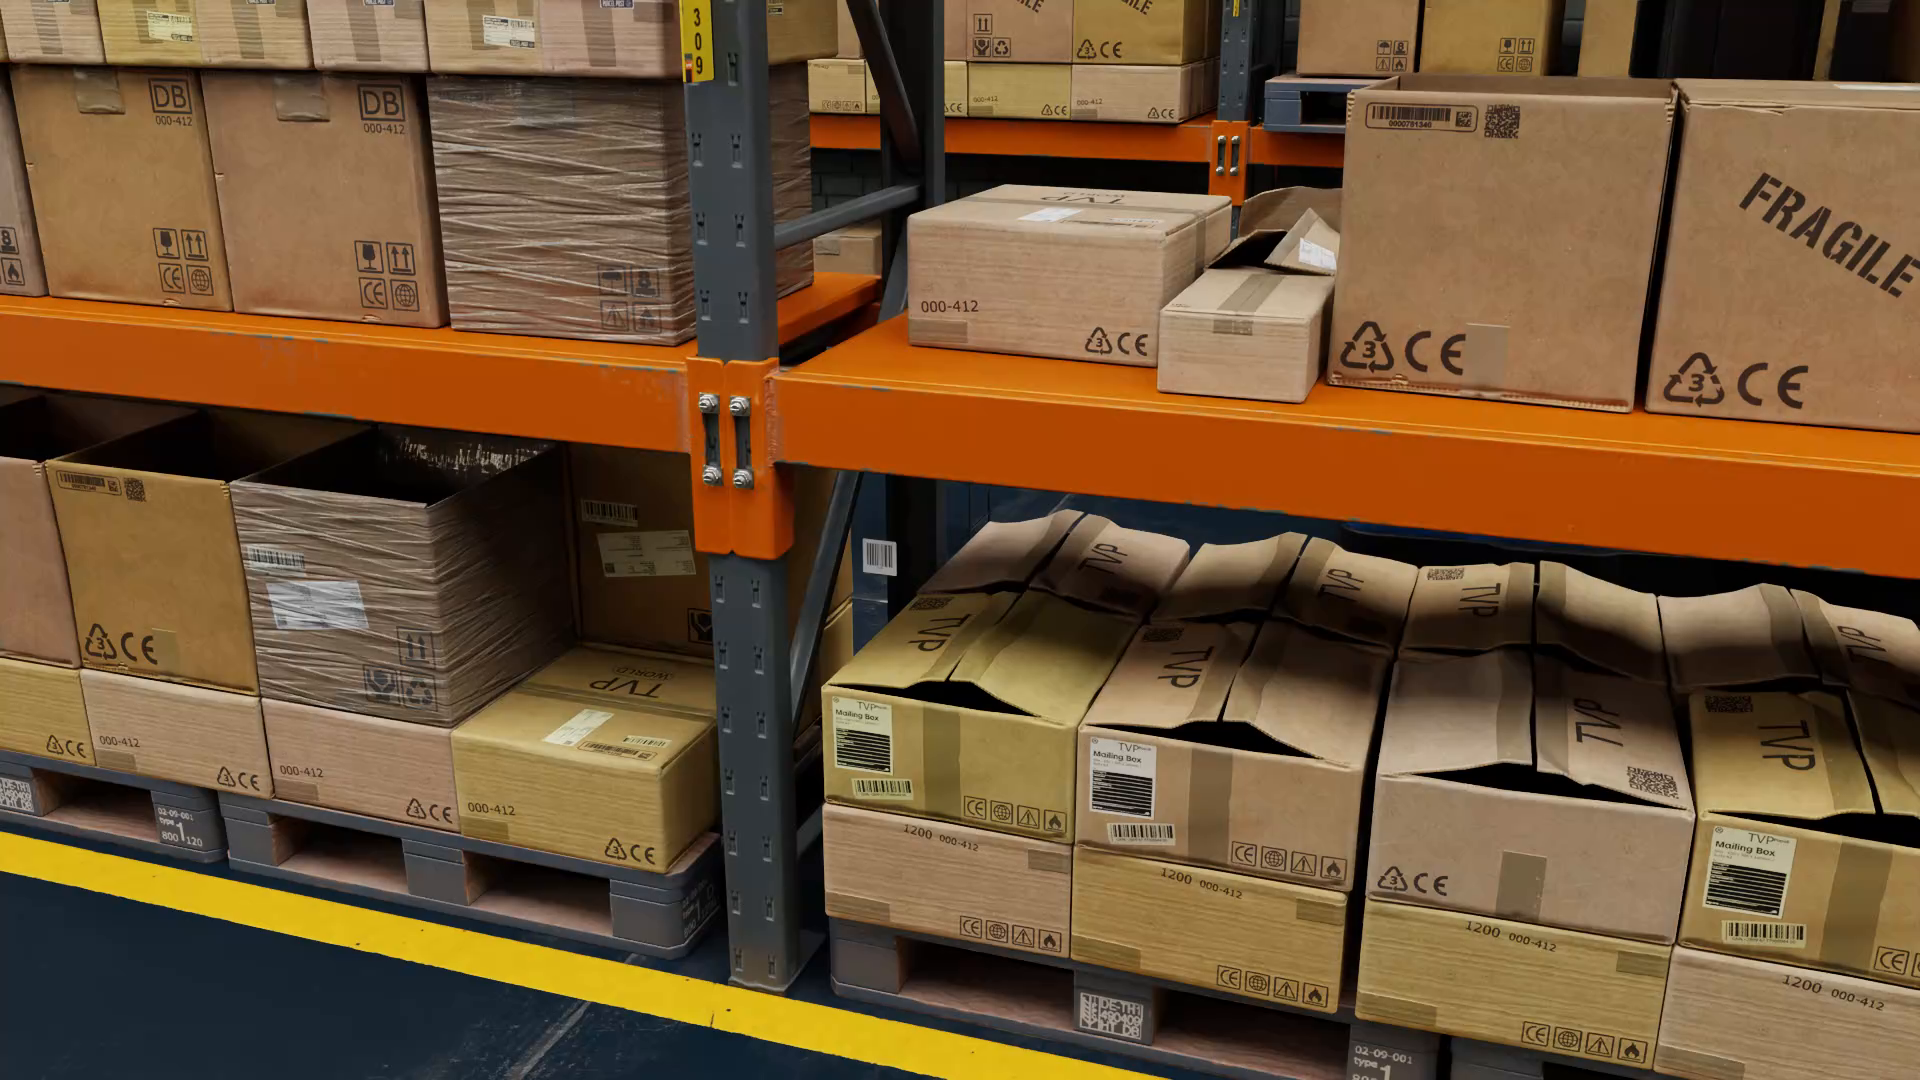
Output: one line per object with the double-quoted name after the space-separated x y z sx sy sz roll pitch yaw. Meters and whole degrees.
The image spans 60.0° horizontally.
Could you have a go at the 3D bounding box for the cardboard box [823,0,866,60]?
-0.617 -2.598 8.031 0.500 0.500 0.500 7 20 20 "cardboard box"

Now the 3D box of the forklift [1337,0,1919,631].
2.781 -1.168 4.975 3.031 2.935 1.130 4 20 13 "forklift"

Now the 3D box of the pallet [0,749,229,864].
-2.148 0.442 4.487 1.213 0.211 1.003 7 20 18 "pallet"

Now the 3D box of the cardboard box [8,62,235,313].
-1.648 -0.848 3.799 0.500 0.500 0.700 7 20 19 "cardboard box"

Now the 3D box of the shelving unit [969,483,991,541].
-0.014 -0.568 5.883 0.189 1.200 0.258 7 20 18 "shelving unit"

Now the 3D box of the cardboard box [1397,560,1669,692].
1.187 0.255 3.476 0.500 0.311 0.500 6 20 18 "cardboard box"

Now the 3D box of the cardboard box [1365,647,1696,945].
1.015 0.424 2.989 0.500 0.311 0.500 6 20 16 "cardboard box"

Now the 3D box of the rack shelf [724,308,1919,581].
1.635 -0.089 2.866 4.000 0.370 1.077 7 20 18 "rack shelf"

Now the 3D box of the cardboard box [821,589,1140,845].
0.055 0.313 3.308 0.500 0.311 0.500 7 20 18 "cardboard box"

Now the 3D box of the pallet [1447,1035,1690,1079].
1.611 0.871 3.256 1.213 0.211 1.003 7 20 18 "pallet"

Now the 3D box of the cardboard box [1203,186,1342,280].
0.637 -0.543 3.281 0.258 0.266 0.396 6 20 17 "cardboard box"

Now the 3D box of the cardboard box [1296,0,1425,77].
1.838 -2.374 7.510 0.500 0.500 0.700 7 20 18 "cardboard box"

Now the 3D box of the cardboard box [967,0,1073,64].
0.347 -2.485 7.705 0.500 0.500 0.500 6 20 18 "cardboard box"

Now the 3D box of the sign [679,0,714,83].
-0.435 -0.918 2.716 0.005 0.325 0.100 7 20 18 "sign"

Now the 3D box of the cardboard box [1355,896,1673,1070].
1.018 0.687 3.087 0.500 0.250 0.500 6 20 16 "cardboard box"

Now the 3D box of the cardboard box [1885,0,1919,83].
4.162 -2.107 6.744 0.500 0.500 0.700 5 20 13 "cardboard box"

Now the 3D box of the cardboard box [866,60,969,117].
-0.127 -2.186 7.989 0.500 0.250 0.500 6 20 18 "cardboard box"

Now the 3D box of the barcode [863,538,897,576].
-0.150 0.032 3.098 0.075 0.075 0.001 7 20 18 "barcode"

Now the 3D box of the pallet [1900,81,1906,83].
4.438 -1.706 6.705 1.003 0.211 1.213 7 20 18 "pallet"

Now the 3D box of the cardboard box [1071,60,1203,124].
0.821 -2.080 7.685 0.500 0.250 0.500 7 20 18 "cardboard box"

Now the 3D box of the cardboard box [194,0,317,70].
-1.311 -1.043 3.375 0.250 0.149 0.380 6 20 18 "cardboard box"

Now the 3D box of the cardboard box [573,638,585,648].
-1.063 0.256 4.324 0.500 0.250 0.500 7 20 18 "cardboard box"

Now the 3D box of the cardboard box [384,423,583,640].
-1.064 -0.097 4.198 0.500 0.500 0.500 7 20 18 "cardboard box"

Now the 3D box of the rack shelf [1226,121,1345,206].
3.257 -1.629 7.286 4.000 0.370 1.077 7 20 18 "rack shelf"

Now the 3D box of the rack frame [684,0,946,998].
-0.254 -0.644 3.367 0.127 3.000 1.000 7 20 18 "rack frame"

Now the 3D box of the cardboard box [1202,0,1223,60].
0.993 -2.593 8.017 0.500 0.500 0.500 6 20 17 "cardboard box"

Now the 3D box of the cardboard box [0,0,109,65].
-1.780 -1.098 3.532 0.250 0.149 0.380 7 20 20 "cardboard box"

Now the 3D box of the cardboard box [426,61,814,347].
-0.675 -0.737 3.483 0.500 0.500 0.700 6 20 17 "cardboard box"

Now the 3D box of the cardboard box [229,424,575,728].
-1.232 0.062 3.741 0.500 0.500 0.500 7 20 18 "cardboard box"

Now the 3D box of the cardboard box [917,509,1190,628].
0.223 0.146 3.789 0.500 0.311 0.500 7 20 18 "cardboard box"

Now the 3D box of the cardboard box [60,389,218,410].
-2.007 -0.207 4.513 0.500 0.500 0.500 7 20 18 "cardboard box"

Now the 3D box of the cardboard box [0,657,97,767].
-2.183 0.313 4.159 0.500 0.250 0.500 7 20 18 "cardboard box"

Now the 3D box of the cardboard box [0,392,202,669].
-2.183 -0.040 4.035 0.500 0.500 0.500 7 20 18 "cardboard box"

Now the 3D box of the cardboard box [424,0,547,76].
-0.814 -0.988 3.216 0.250 0.149 0.380 6 20 17 "cardboard box"

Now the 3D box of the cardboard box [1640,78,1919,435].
1.437 -0.492 2.780 0.500 0.500 0.500 7 20 18 "cardboard box"

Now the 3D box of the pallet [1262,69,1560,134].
2.042 -1.967 7.452 1.213 0.211 1.003 7 20 18 "pallet"

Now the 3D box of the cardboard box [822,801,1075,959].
0.046 0.576 3.405 0.500 0.250 0.500 6 20 17 "cardboard box"

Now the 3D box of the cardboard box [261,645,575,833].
-1.233 0.417 3.863 0.500 0.250 0.500 7 20 18 "cardboard box"

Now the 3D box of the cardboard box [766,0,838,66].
-0.444 -1.087 3.500 0.250 0.149 0.380 6 20 18 "cardboard box"

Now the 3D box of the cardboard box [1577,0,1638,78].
2.995 -2.250 7.154 0.500 0.500 0.700 10 21 26 "cardboard box"

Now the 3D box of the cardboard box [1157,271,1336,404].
0.516 -0.366 2.952 0.250 0.149 0.380 7 20 18 "cardboard box"
